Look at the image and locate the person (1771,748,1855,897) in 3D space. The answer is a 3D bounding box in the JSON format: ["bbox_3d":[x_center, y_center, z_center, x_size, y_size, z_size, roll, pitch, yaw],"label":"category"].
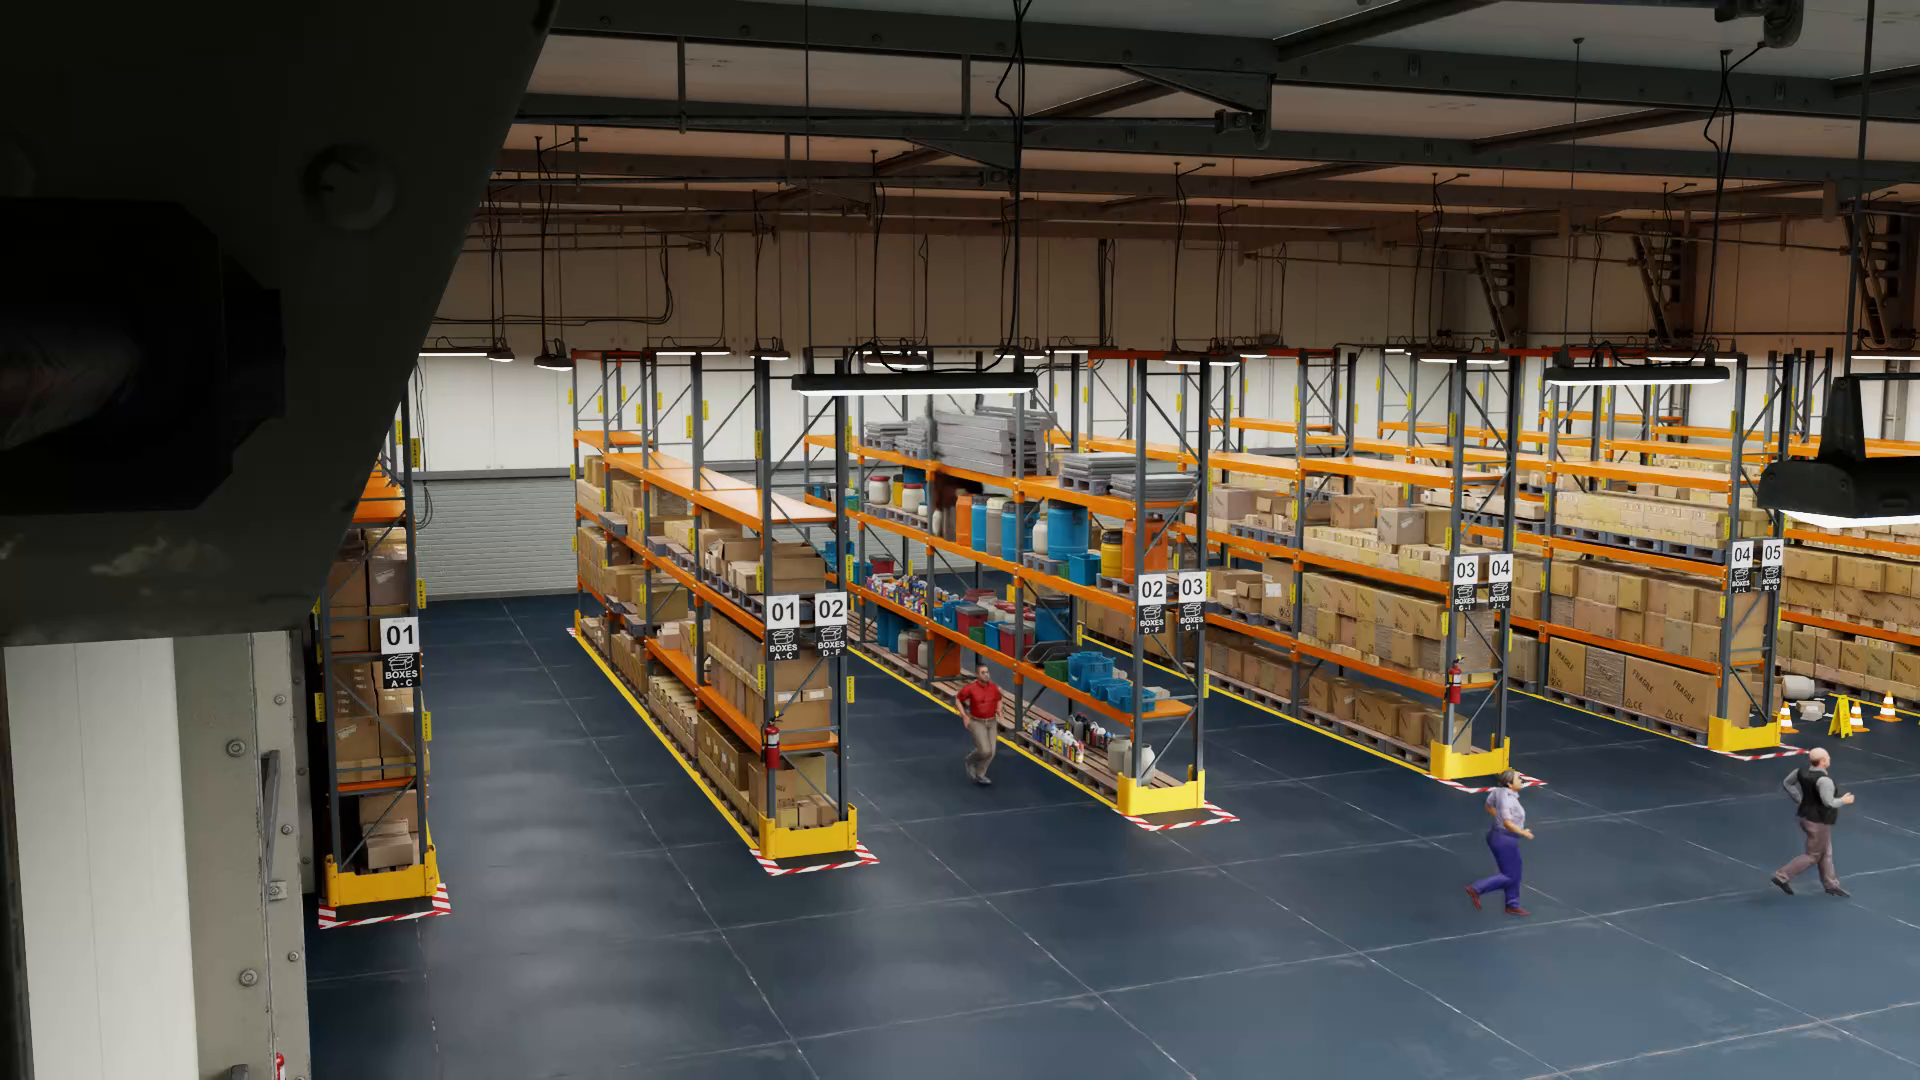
[{"bbox_3d":[9.532,3.159,18.516,0.949,1.726,0.657,0,7,2],"label":"person"}]

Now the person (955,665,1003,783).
[{"bbox_3d":[0.347,2.600,23.331,0.664,1.677,0.590,-4,8,-30],"label":"person"}]

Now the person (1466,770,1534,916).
[{"bbox_3d":[5.873,3.301,18.116,0.767,1.641,0.613,0,7,3],"label":"person"}]
